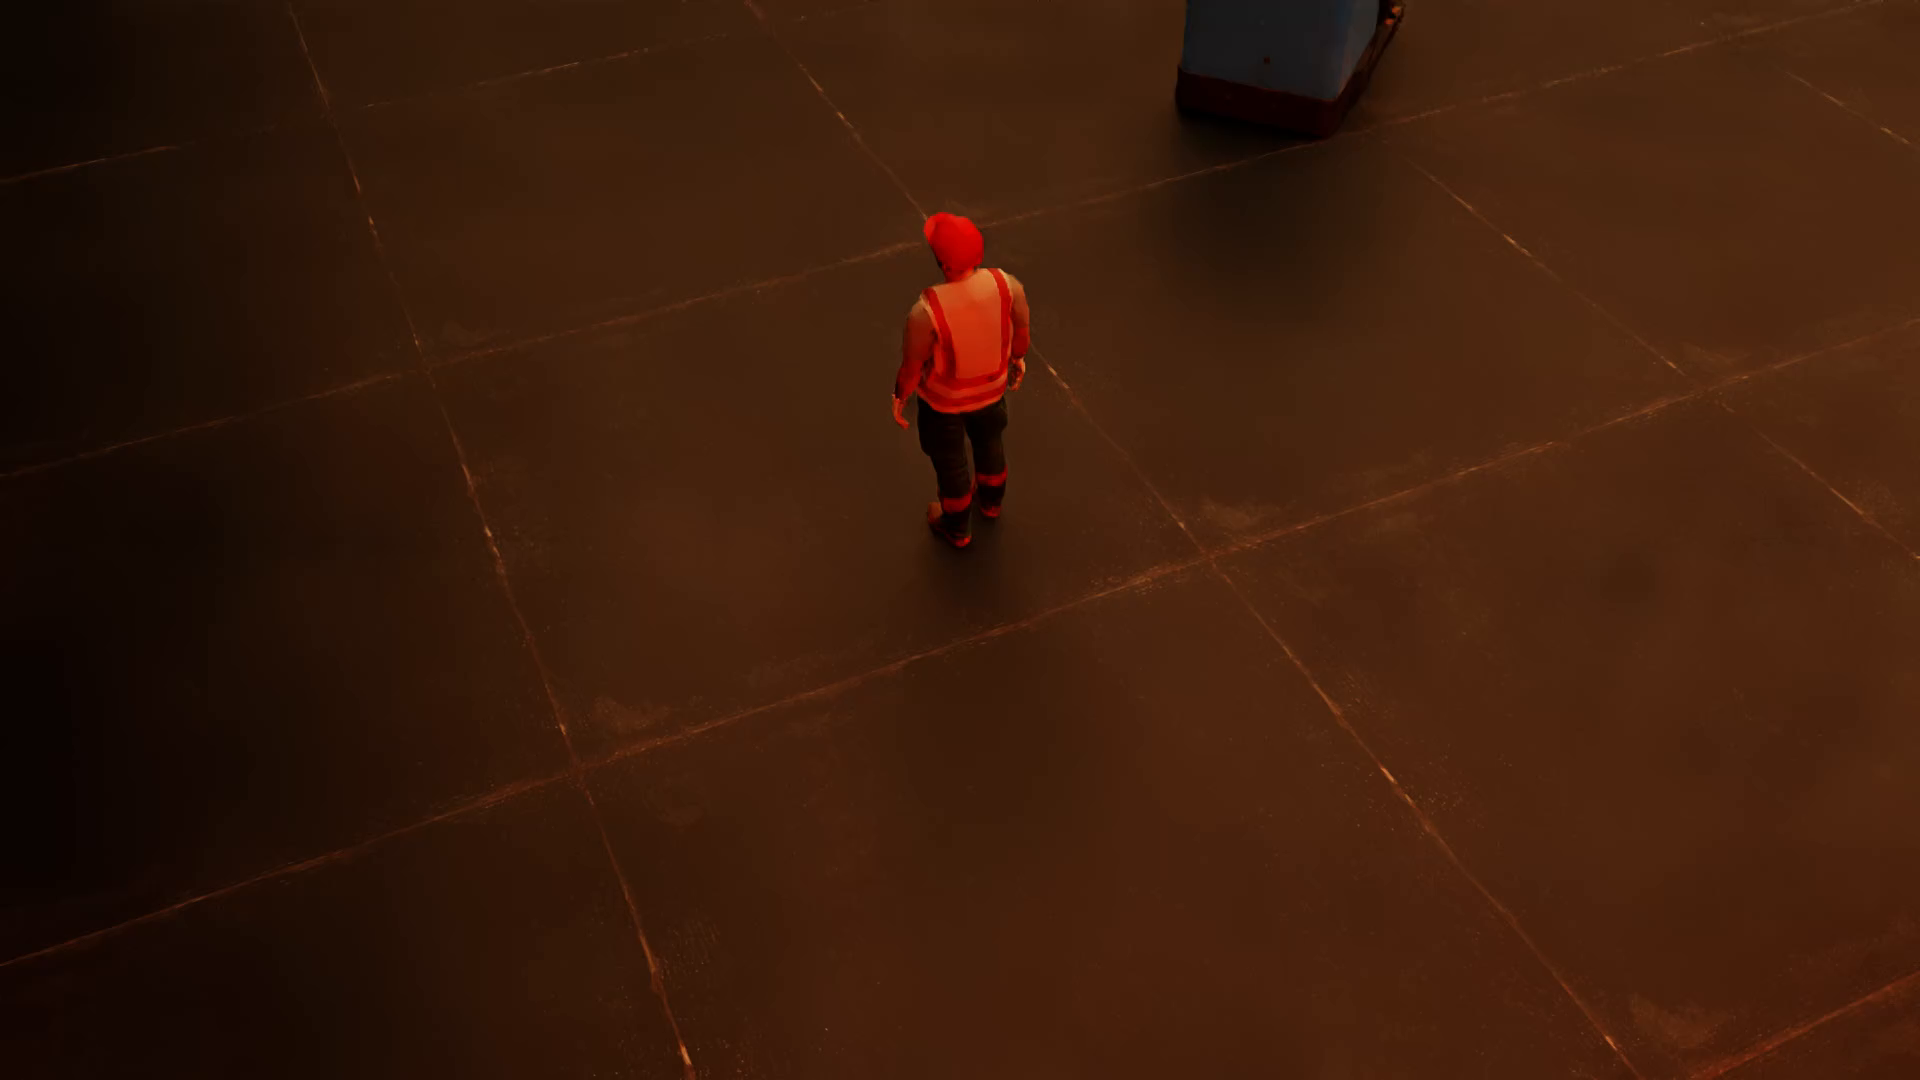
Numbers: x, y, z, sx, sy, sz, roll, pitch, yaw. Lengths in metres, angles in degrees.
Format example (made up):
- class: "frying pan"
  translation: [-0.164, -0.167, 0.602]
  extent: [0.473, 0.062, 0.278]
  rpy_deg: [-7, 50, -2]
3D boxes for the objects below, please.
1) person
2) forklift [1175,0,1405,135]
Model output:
- class: "person"
  translation: [-0.024, -0.712, 7.270]
  extent: [0.637, 1.787, 0.563]
  rpy_deg: [-18, 46, -18]
- class: "forklift"
  translation: [2.459, -4.631, 10.642]
  extent: [1.130, 2.935, 3.031]
  rpy_deg: [17, 46, 17]
